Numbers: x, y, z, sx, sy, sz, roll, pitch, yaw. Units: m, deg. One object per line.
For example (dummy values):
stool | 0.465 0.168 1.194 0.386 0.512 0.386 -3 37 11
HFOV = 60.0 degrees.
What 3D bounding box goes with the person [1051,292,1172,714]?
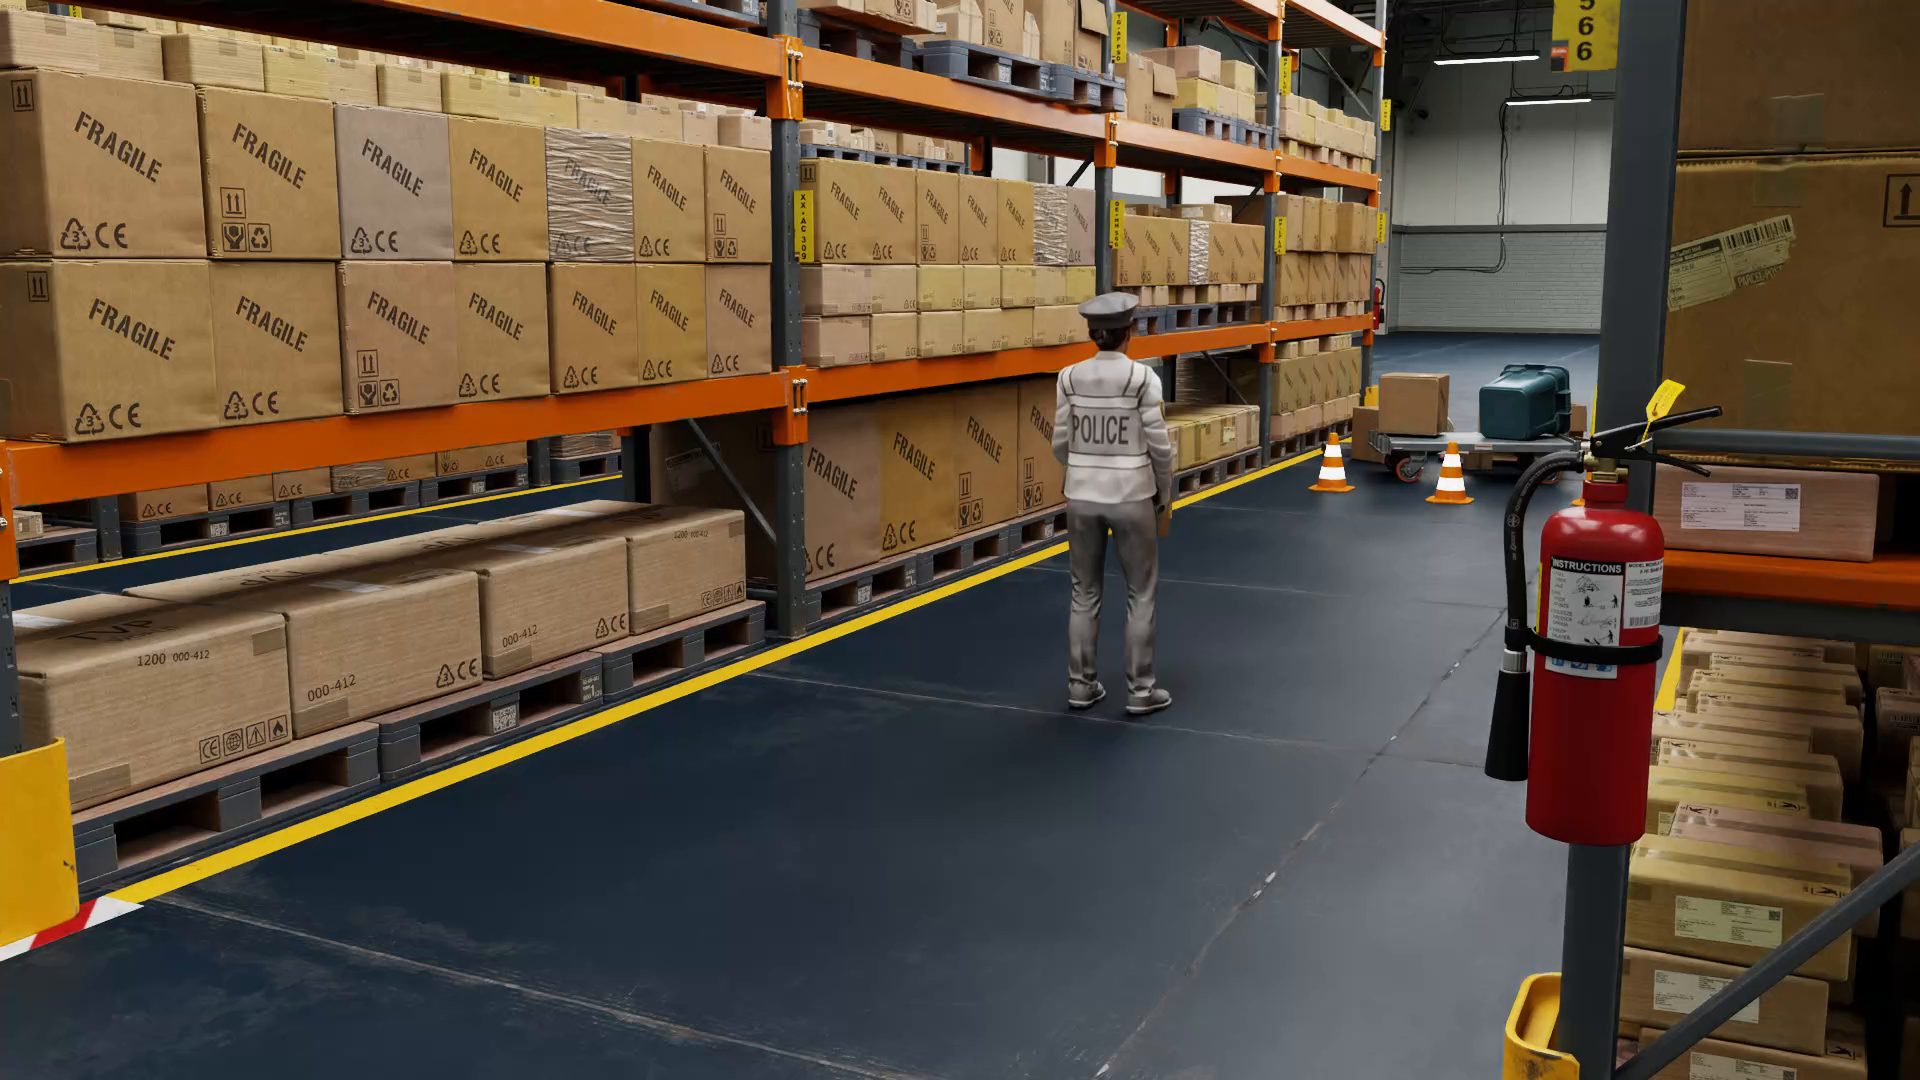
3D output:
person | 0.624 -0.153 6.737 0.498 1.686 0.424 4 10 25
